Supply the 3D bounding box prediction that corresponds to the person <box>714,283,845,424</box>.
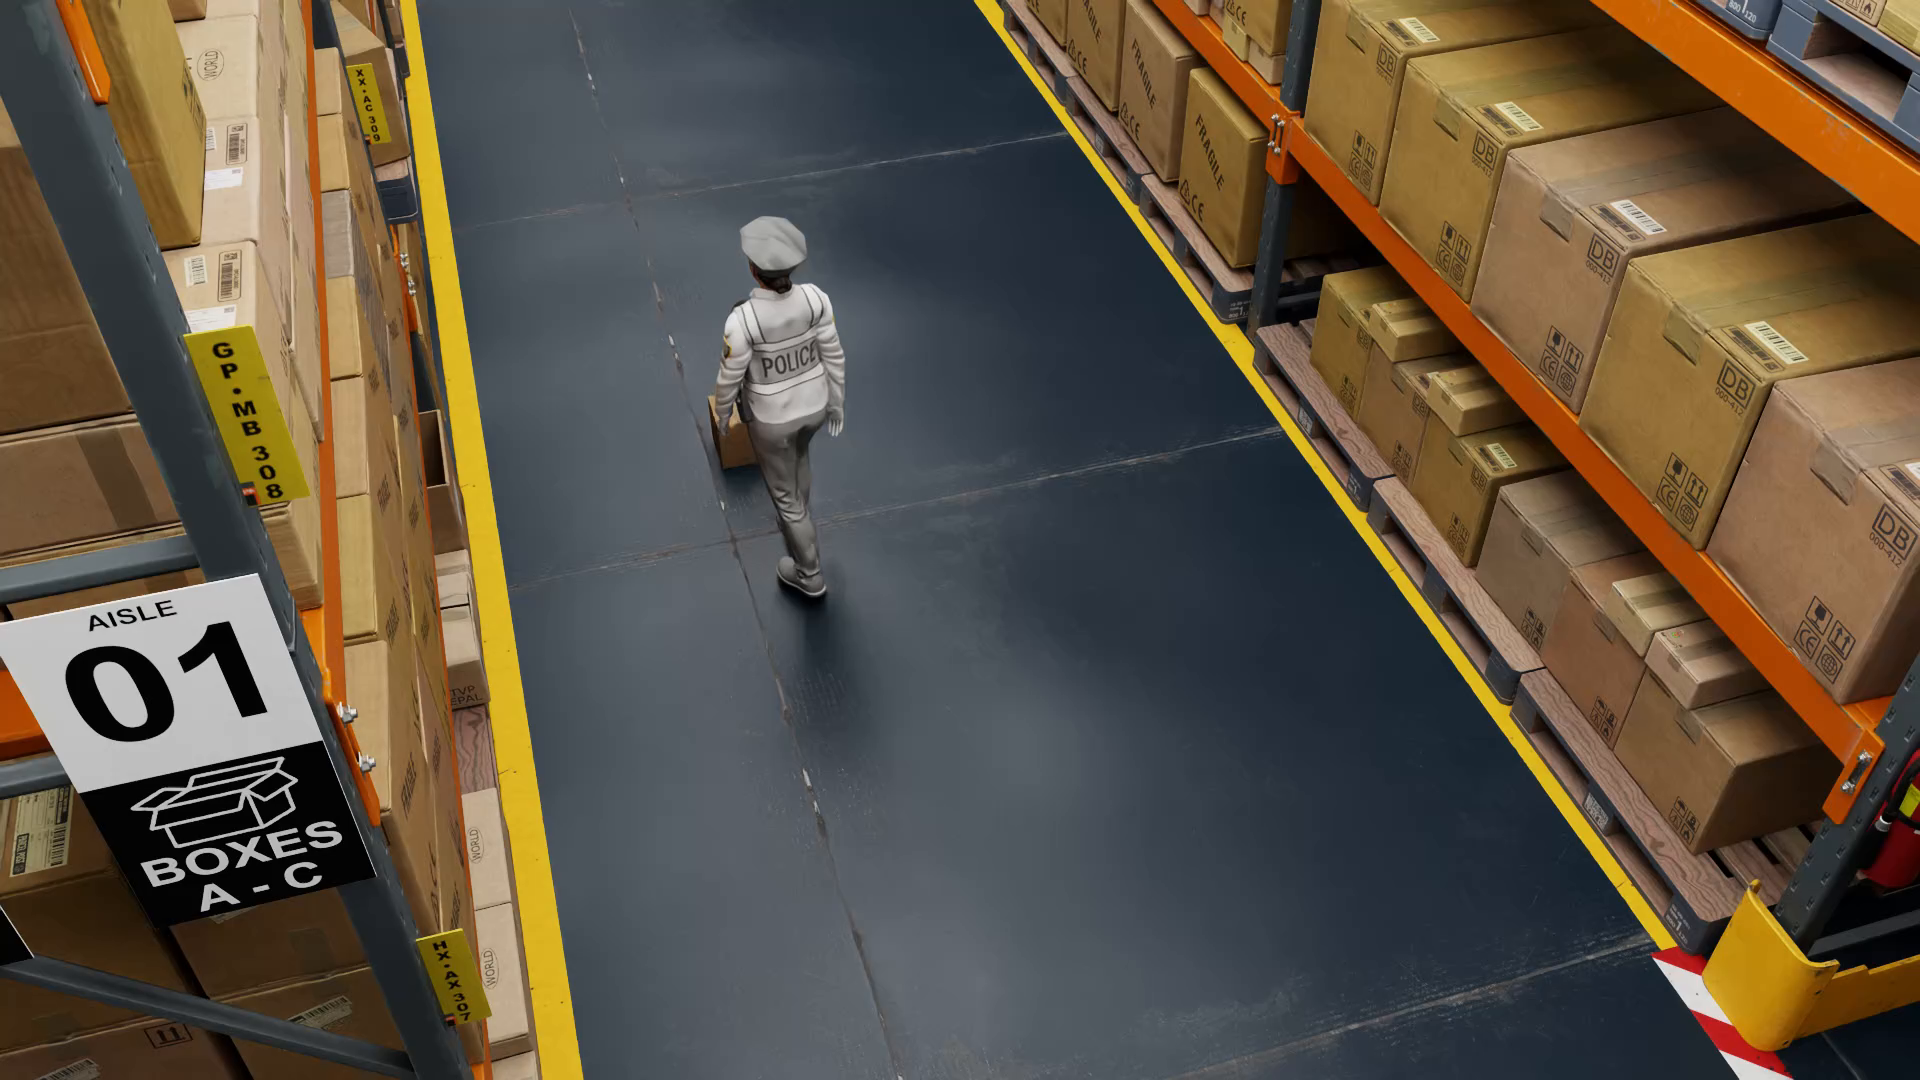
[{"bbox_3d":[-0.718,-0.741,6.494,0.505,0.611,0.338,-28,49,-27],"label":"person"}]
